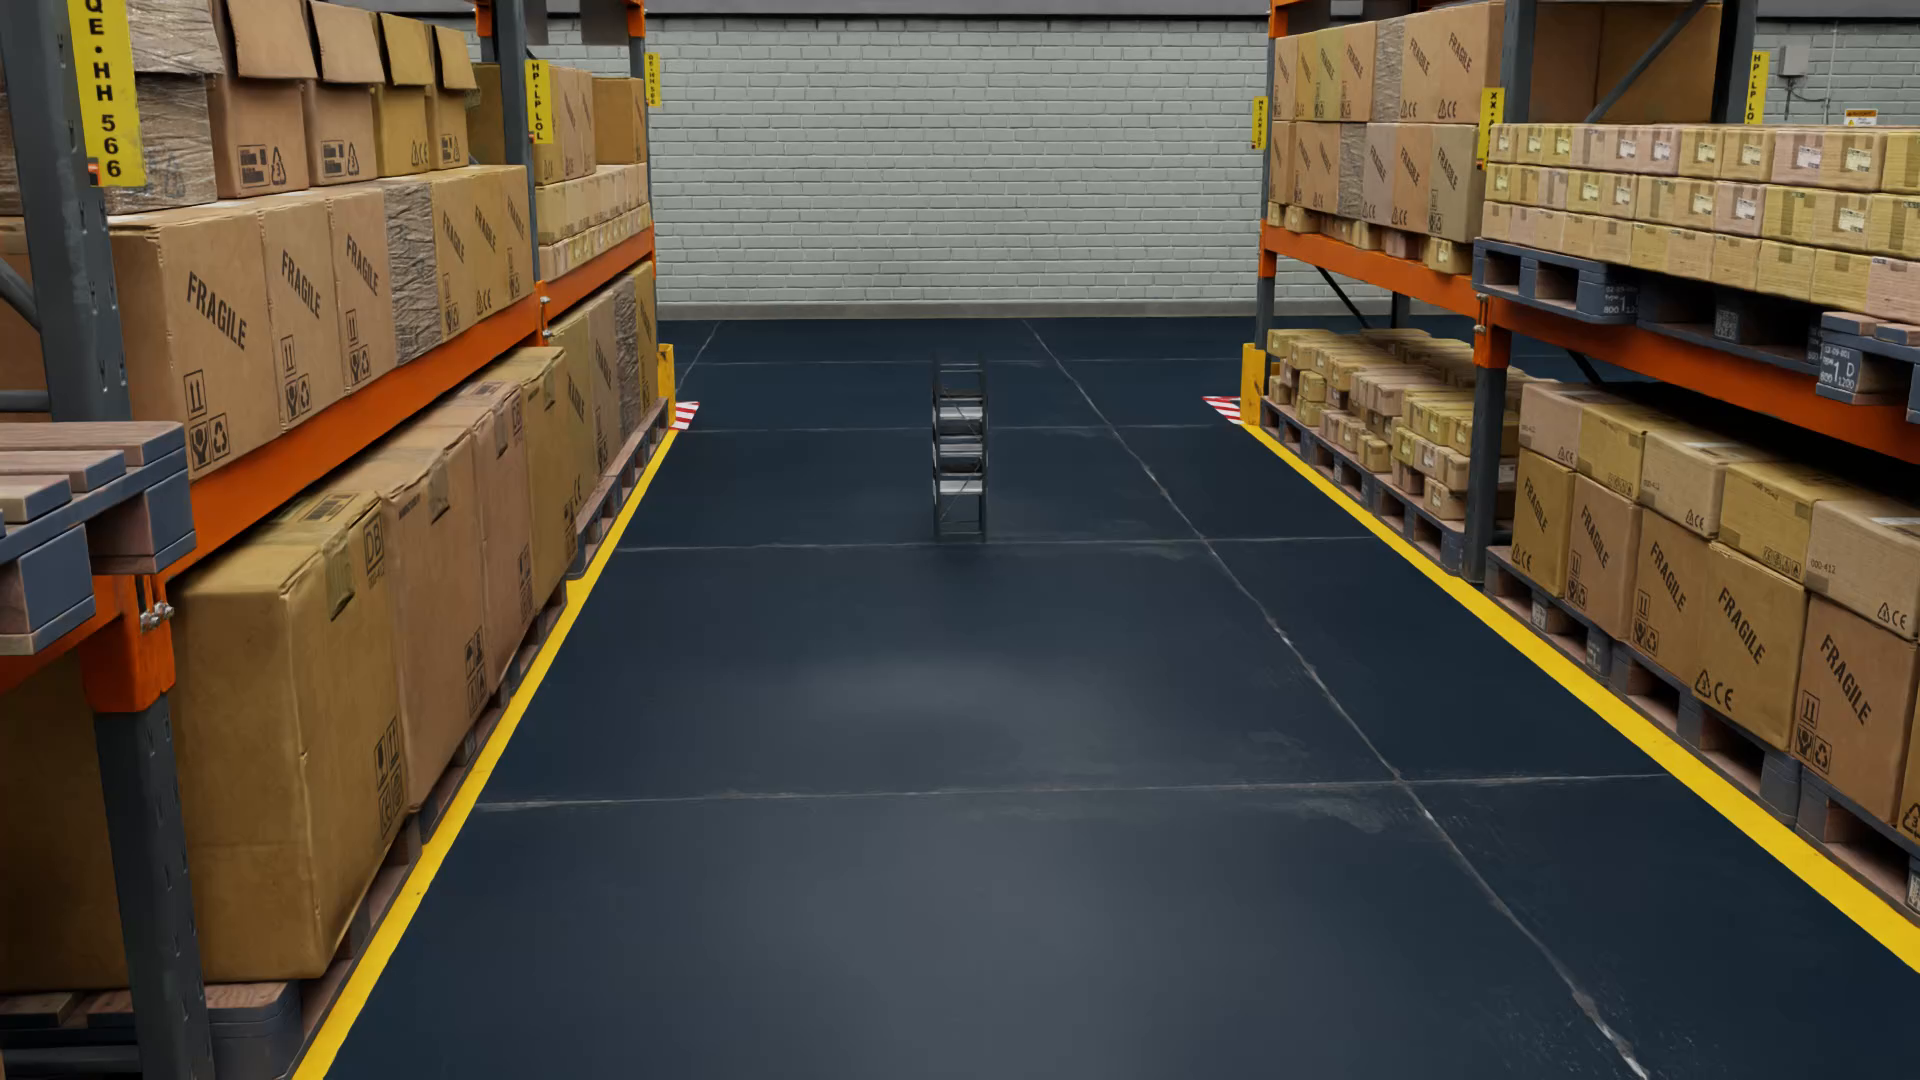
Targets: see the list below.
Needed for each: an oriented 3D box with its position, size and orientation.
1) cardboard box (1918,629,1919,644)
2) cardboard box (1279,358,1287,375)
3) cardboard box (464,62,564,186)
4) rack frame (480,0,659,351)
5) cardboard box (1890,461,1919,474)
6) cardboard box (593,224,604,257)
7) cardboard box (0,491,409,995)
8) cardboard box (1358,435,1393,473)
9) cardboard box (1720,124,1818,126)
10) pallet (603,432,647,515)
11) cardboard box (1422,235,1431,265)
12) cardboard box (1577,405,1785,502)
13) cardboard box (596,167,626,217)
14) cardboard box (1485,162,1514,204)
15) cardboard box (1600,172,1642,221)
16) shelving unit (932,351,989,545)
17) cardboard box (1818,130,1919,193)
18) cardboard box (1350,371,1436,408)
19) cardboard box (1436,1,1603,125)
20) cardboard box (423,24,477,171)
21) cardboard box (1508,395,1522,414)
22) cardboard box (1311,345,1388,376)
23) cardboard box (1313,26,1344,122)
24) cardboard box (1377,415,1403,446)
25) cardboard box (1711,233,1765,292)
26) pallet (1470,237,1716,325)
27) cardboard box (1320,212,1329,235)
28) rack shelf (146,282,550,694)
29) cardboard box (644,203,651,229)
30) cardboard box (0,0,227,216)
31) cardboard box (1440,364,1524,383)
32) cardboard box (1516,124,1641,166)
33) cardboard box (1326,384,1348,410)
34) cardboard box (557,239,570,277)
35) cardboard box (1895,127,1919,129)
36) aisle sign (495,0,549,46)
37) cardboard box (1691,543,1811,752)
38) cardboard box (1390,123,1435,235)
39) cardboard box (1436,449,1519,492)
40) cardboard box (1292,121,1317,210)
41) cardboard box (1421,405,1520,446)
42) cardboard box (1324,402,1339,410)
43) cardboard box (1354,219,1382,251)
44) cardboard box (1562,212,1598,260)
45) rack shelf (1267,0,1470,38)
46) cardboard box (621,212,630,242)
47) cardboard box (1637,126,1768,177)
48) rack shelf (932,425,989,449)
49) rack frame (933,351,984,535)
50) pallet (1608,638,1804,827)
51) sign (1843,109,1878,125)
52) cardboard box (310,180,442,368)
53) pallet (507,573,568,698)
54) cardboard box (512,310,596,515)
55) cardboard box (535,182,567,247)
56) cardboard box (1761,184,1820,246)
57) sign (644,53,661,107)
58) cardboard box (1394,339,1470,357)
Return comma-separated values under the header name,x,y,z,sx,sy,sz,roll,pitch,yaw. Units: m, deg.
name,x,y,z,sx,sy,sz,roll,pitch,yaw
cardboard box,2.665,0.195,3.916,0.500,0.250,0.500,-1,14,-5
cardboard box,2.250,-1.105,10.582,0.380,0.149,0.250,0,14,-1
cardboard box,-2.010,-1.784,7.138,0.500,0.500,0.500,-1,14,-3
rack frame,-2.483,-2.221,10.638,1.000,3.000,0.127,-1,14,-3
cardboard box,3.119,-0.063,4.921,0.500,0.250,0.500,-1,14,-3
cardboard box,-2.002,-1.505,8.362,0.380,0.149,0.250,-1,14,-3
cardboard box,-2.009,0.422,3.786,1.225,0.875,0.875,-2,15,-6
cardboard box,2.293,-0.450,8.634,0.380,0.149,0.250,-1,14,-4
cardboard box,2.973,-1.419,5.991,0.380,0.149,0.250,-1,14,-5
pallet,-2.283,-0.370,9.041,1.003,0.211,1.213,-1,14,-3
cardboard box,2.388,-1.353,7.769,0.380,0.149,0.250,0,14,-1
cardboard box,2.539,-0.313,5.893,0.500,0.250,0.500,0,14,-2
cardboard box,-2.126,-1.923,9.185,0.500,0.250,0.500,-1,14,-5
cardboard box,2.287,-1.398,6.505,0.380,0.149,0.250,-1,14,-3
cardboard box,2.357,-1.138,5.494,0.380,0.149,0.250,0,14,-1
shelving unit,0.000,-0.438,7.922,0.258,0.900,0.210,-1,14,-3
cardboard box,2.431,-0.961,4.210,0.380,0.149,0.250,0,14,-2
cardboard box,2.285,-0.796,8.785,0.380,0.149,0.250,-1,14,-5
cardboard box,2.422,-2.067,7.236,0.500,0.500,0.500,-1,14,-5
cardboard box,-2.188,-1.602,6.017,0.797,0.503,0.637,-1,14,-5
cardboard box,2.884,-0.609,8.057,0.380,0.149,0.250,-1,14,-4
cardboard box,2.290,-1.056,9.795,0.380,0.149,0.250,-2,15,-6
cardboard box,2.284,-2.578,9.223,0.500,0.500,0.500,-1,14,-5
cardboard box,2.368,-0.578,8.535,0.380,0.149,0.250,-1,14,-2
cardboard box,2.406,-0.799,4.774,0.380,0.149,0.250,0,14,-2
pallet,2.624,-0.992,6.248,1.003,0.211,1.213,-1,14,-3
cardboard box,2.340,-1.872,9.787,0.380,0.149,0.250,0,14,-1
rack shelf,-2.111,-0.380,4.928,1.077,0.370,4.000,-1,14,-3
cardboard box,-2.132,-2.016,10.345,0.380,0.149,0.250,-1,14,-2
cardboard box,-2.017,-0.948,3.476,0.797,0.503,0.637,0,14,-2
cardboard box,2.835,-0.866,9.058,0.380,0.149,0.250,-1,14,-3
cardboard box,2.310,-1.473,6.199,0.380,0.149,0.250,0,14,-2
cardboard box,2.333,-0.846,9.577,0.380,0.149,0.250,-2,15,-6
cardboard box,-1.938,-1.248,7.363,0.380,0.149,0.250,-1,14,-5
cardboard box,3.039,-1.159,4.980,0.380,0.149,0.250,-1,14,-4
aisle sign,-2.787,-3.493,10.366,0.394,0.787,0.004,-1,14,-3
cardboard box,2.590,0.304,4.997,0.500,0.500,0.500,-2,15,-6
cardboard box,2.378,-1.715,7.875,0.500,0.500,0.500,-1,14,-5
cardboard box,2.385,-0.318,7.523,0.380,0.149,0.250,-1,14,-2
cardboard box,2.284,-2.216,9.822,0.500,0.500,0.500,-1,14,-3
cardboard box,2.384,-0.536,7.773,0.380,0.149,0.250,-1,14,-3
cardboard box,2.324,-0.707,9.633,0.380,0.149,0.250,-1,14,-3
cardboard box,2.301,-1.611,8.772,0.380,0.149,0.250,-1,14,-2
cardboard box,2.336,-1.061,5.790,0.380,0.149,0.250,-1,14,-3
rack shelf,2.597,-2.879,8.621,1.077,0.370,4.000,-1,14,-3
cardboard box,-2.068,-1.762,9.358,0.380,0.149,0.250,-1,14,-5
cardboard box,2.368,-1.221,5.218,0.380,0.149,0.250,0,14,-1
rack shelf,0.000,-0.493,7.908,0.258,0.077,0.200,-1,14,-3
rack frame,-0.007,-0.463,8.020,0.240,0.900,0.006,-1,14,-3
pallet,2.850,0.571,5.385,1.003,0.211,1.213,-1,14,-3
sign,9.073,-4.223,16.761,0.339,0.242,0.001,-1,14,-3
cardboard box,-1.845,-0.785,4.856,0.500,0.500,0.500,-1,14,-3
pallet,-2.112,0.315,6.378,1.003,0.211,1.213,-1,14,-3
cardboard box,-2.196,-0.566,7.627,0.875,0.875,0.875,-1,14,-3
cardboard box,-2.003,-1.418,7.223,0.500,0.250,0.500,-1,14,-4
cardboard box,2.419,-0.880,4.492,0.380,0.149,0.250,-1,14,-4
sign,-1.941,-2.901,10.483,0.100,0.325,0.005,-1,14,-3
cardboard box,2.860,-1.130,10.081,0.380,0.149,0.250,-1,14,-5
